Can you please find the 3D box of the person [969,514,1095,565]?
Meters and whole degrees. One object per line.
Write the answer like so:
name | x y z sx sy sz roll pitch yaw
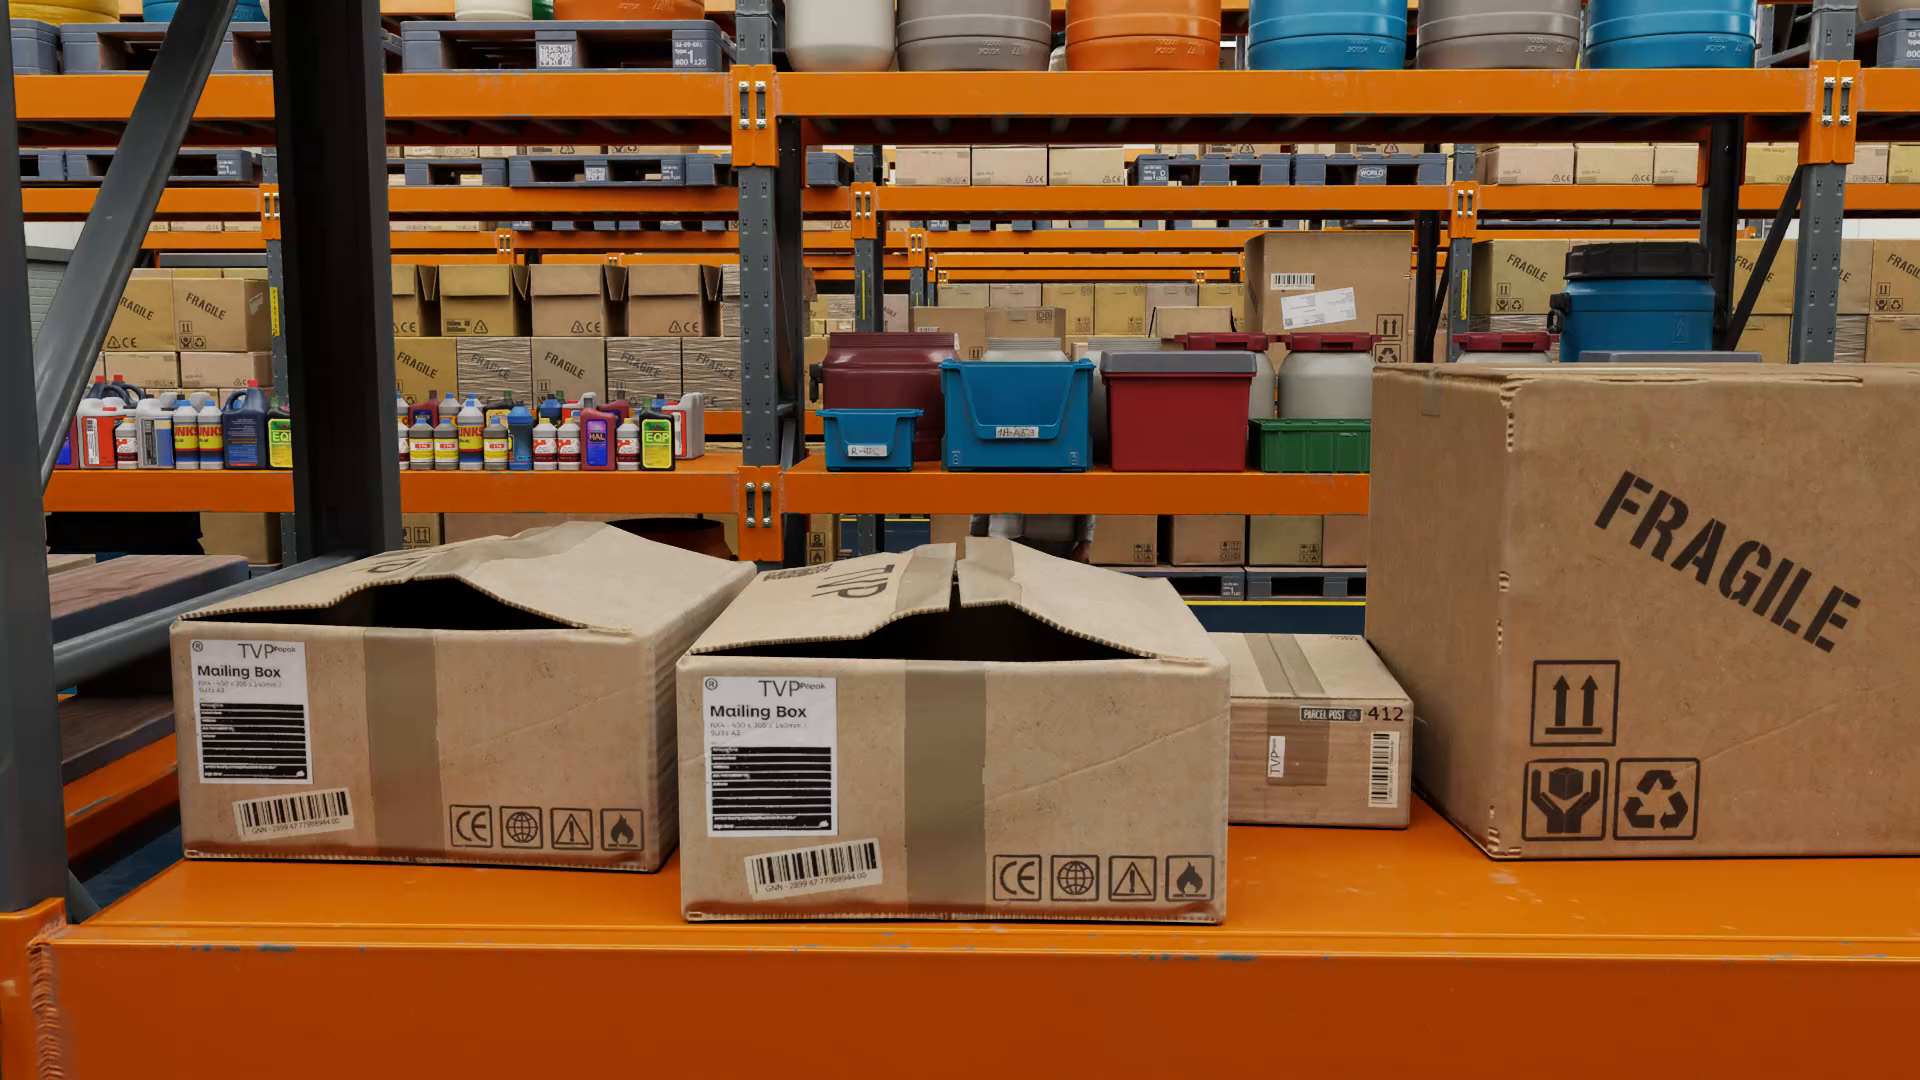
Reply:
person | 0.322 0.020 7.503 0.580 1.771 0.463 2 8 19
